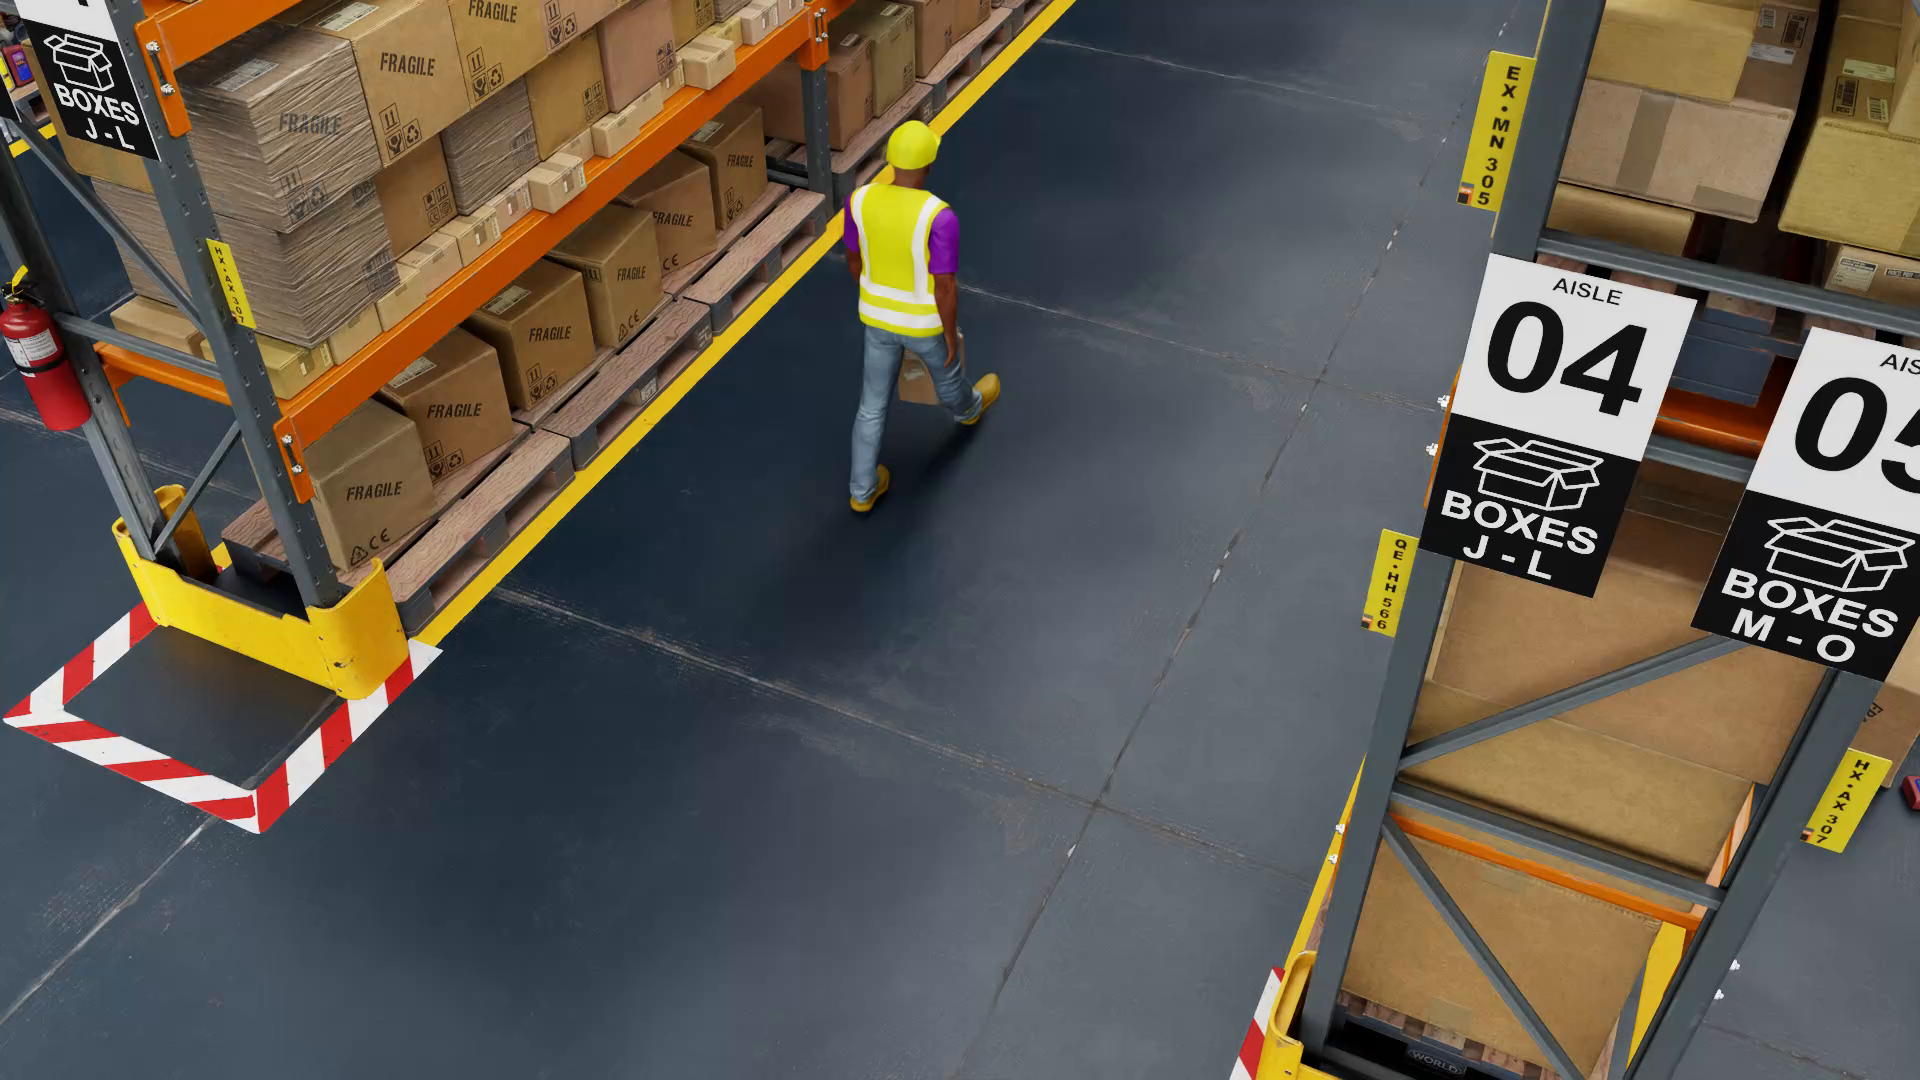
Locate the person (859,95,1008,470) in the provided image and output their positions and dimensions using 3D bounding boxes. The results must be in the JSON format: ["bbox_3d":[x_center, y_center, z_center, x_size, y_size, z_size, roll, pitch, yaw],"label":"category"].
[{"bbox_3d":[-0.134,-1.126,7.436,0.569,1.719,1.078,18,45,19],"label":"person"}]
